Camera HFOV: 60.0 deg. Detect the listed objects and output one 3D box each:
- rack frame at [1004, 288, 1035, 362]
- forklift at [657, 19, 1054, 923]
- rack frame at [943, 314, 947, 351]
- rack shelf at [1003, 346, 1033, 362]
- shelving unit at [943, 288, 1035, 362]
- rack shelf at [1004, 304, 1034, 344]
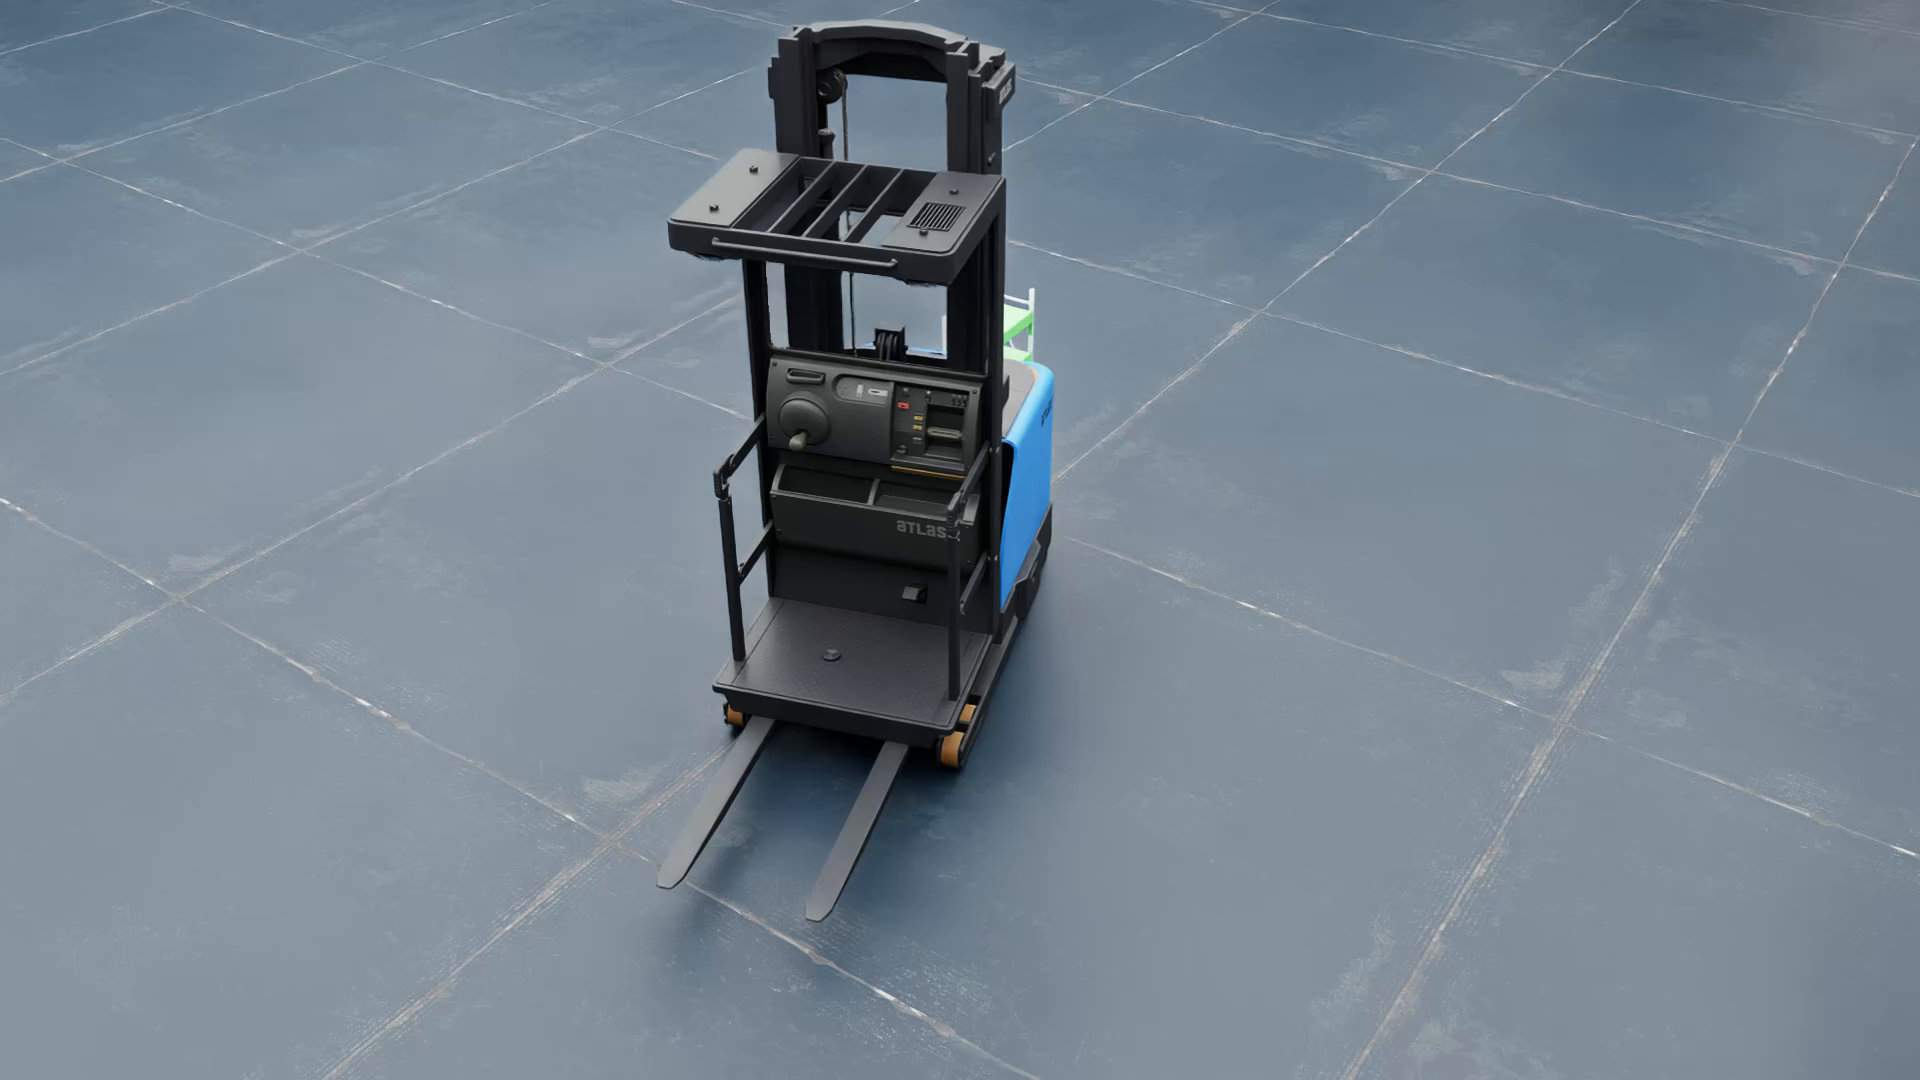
[{"bbox_3d":[0.276,-0.819,8.891,0.240,1.200,0.015,19,38,26],"label":"rack frame"},{"bbox_3d":[-0.426,-0.464,6.819,1.130,2.935,3.031,9,35,13],"label":"forklift"},{"bbox_3d":[0.019,-0.587,8.547,0.240,1.200,0.015,19,38,26],"label":"rack frame"},{"bbox_3d":[0.147,-0.849,8.620,0.258,0.148,0.480,19,38,26],"label":"rack shelf"},{"bbox_3d":[0.147,-0.703,8.719,0.258,1.200,0.503,19,38,26],"label":"shelving unit"},{"bbox_3d":[0.147,-1.048,8.486,0.258,0.148,0.480,19,38,26],"label":"rack shelf"}]
